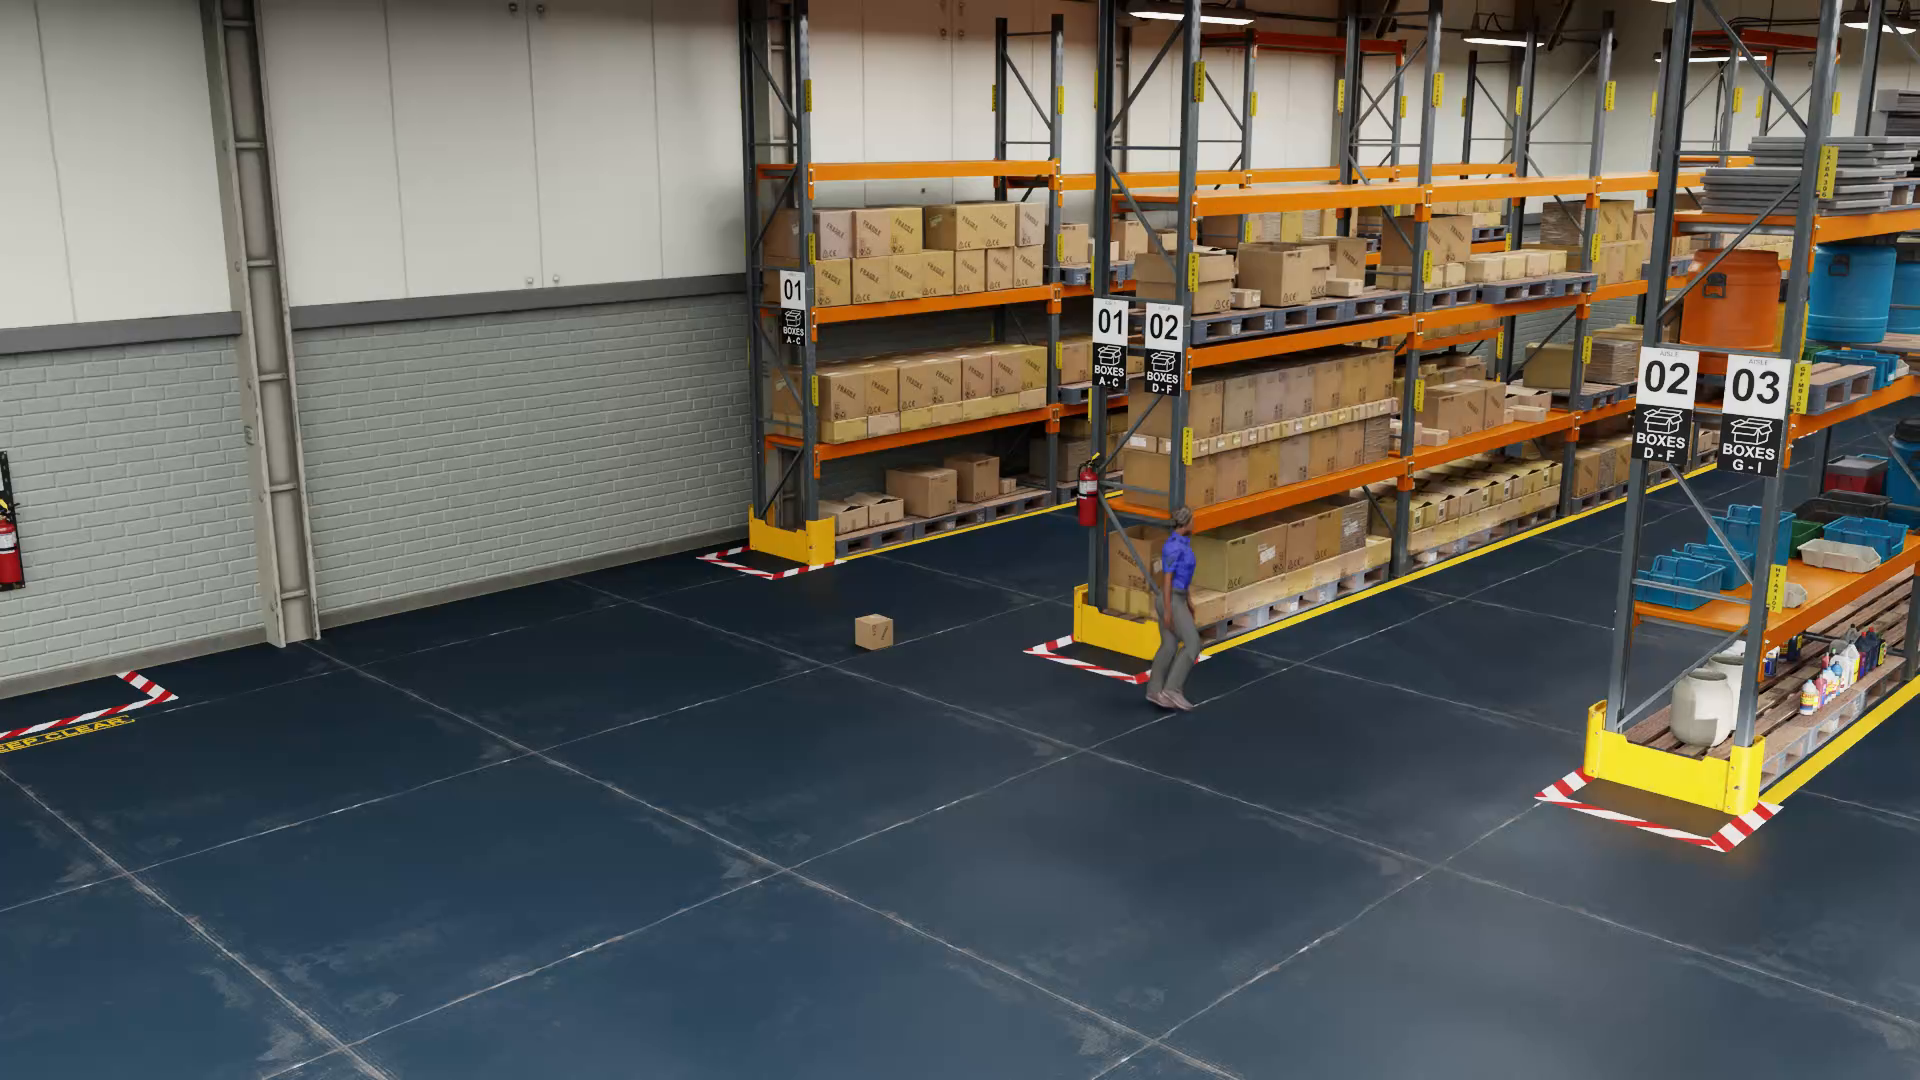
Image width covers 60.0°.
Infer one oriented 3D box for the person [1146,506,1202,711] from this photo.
[{"bbox_3d":[1.794,0.562,13.705,0.472,1.639,0.557,5,15,18],"label":"person"}]
